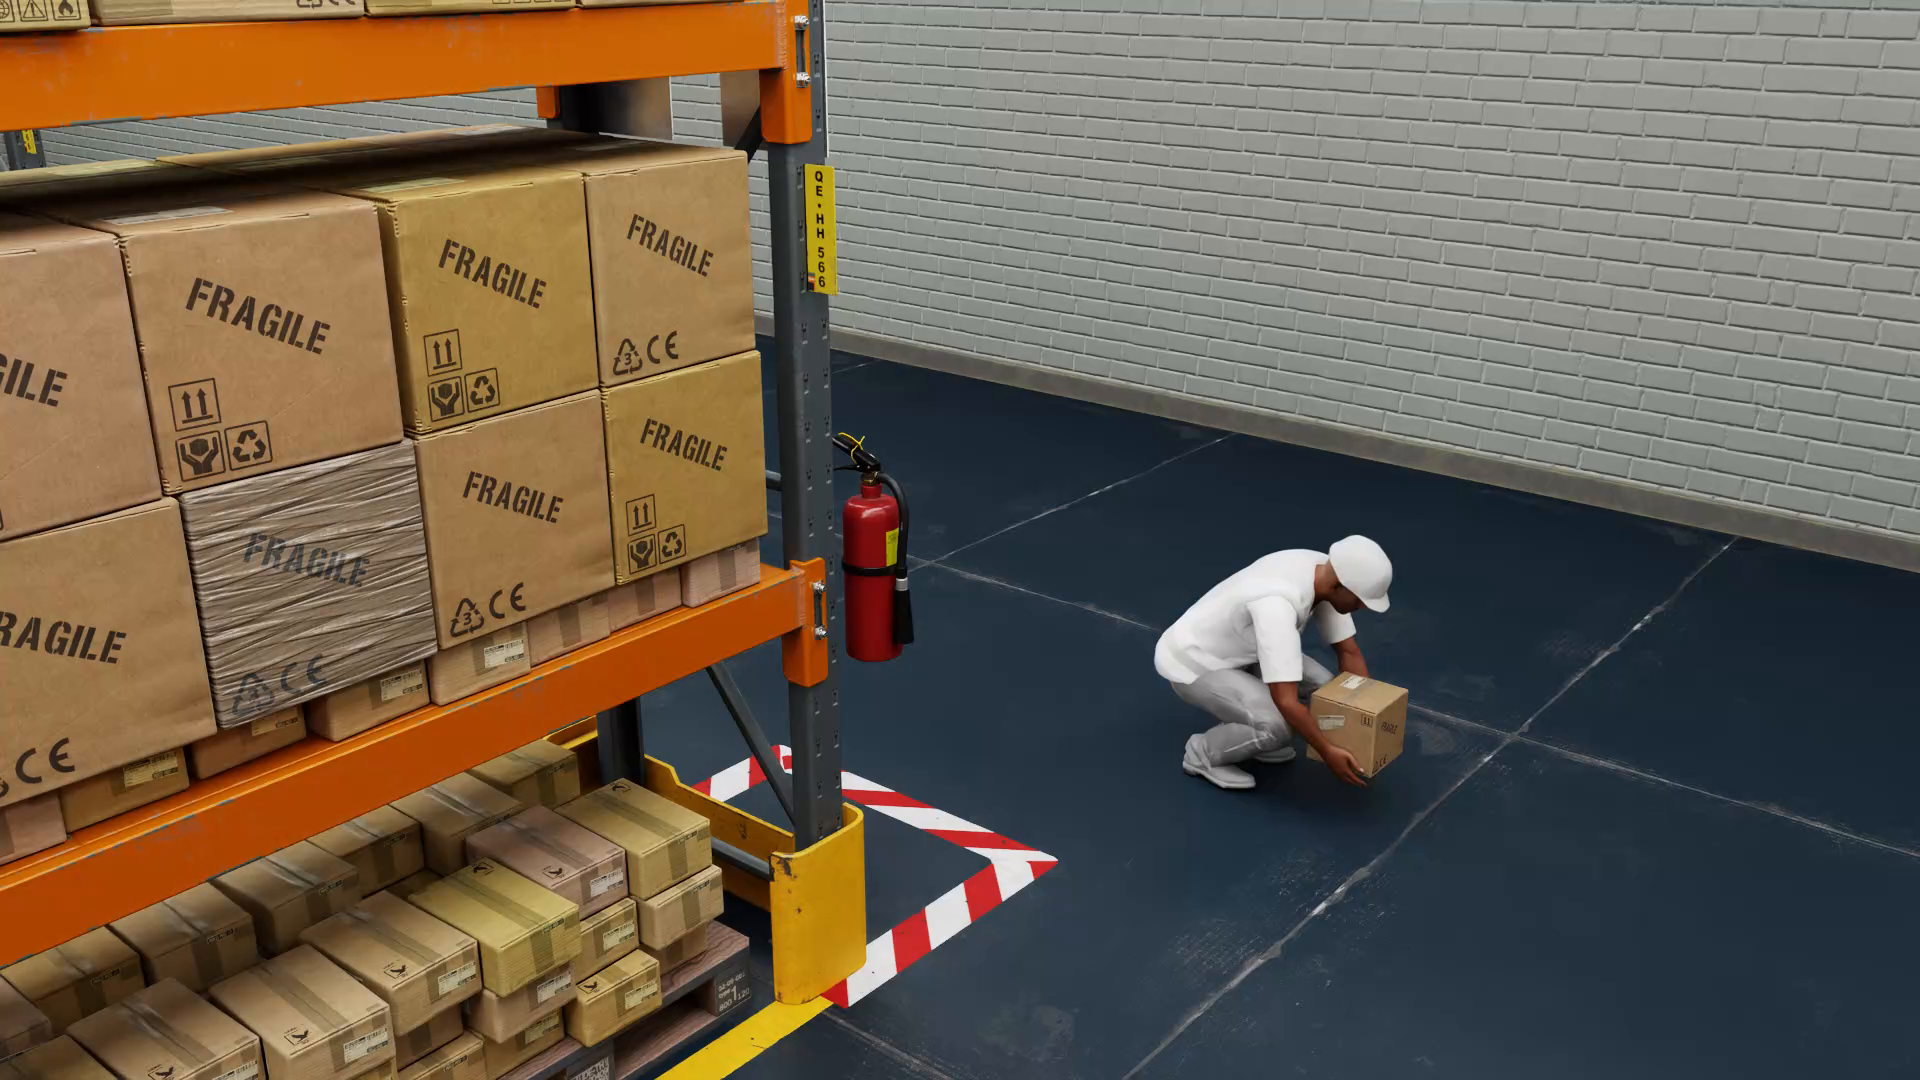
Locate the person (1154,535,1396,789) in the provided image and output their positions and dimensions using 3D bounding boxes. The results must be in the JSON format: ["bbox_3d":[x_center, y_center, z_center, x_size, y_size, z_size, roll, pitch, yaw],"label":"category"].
[{"bbox_3d":[1.162,0.414,6.043,0.883,0.996,0.590,16,25,37],"label":"person"}]
